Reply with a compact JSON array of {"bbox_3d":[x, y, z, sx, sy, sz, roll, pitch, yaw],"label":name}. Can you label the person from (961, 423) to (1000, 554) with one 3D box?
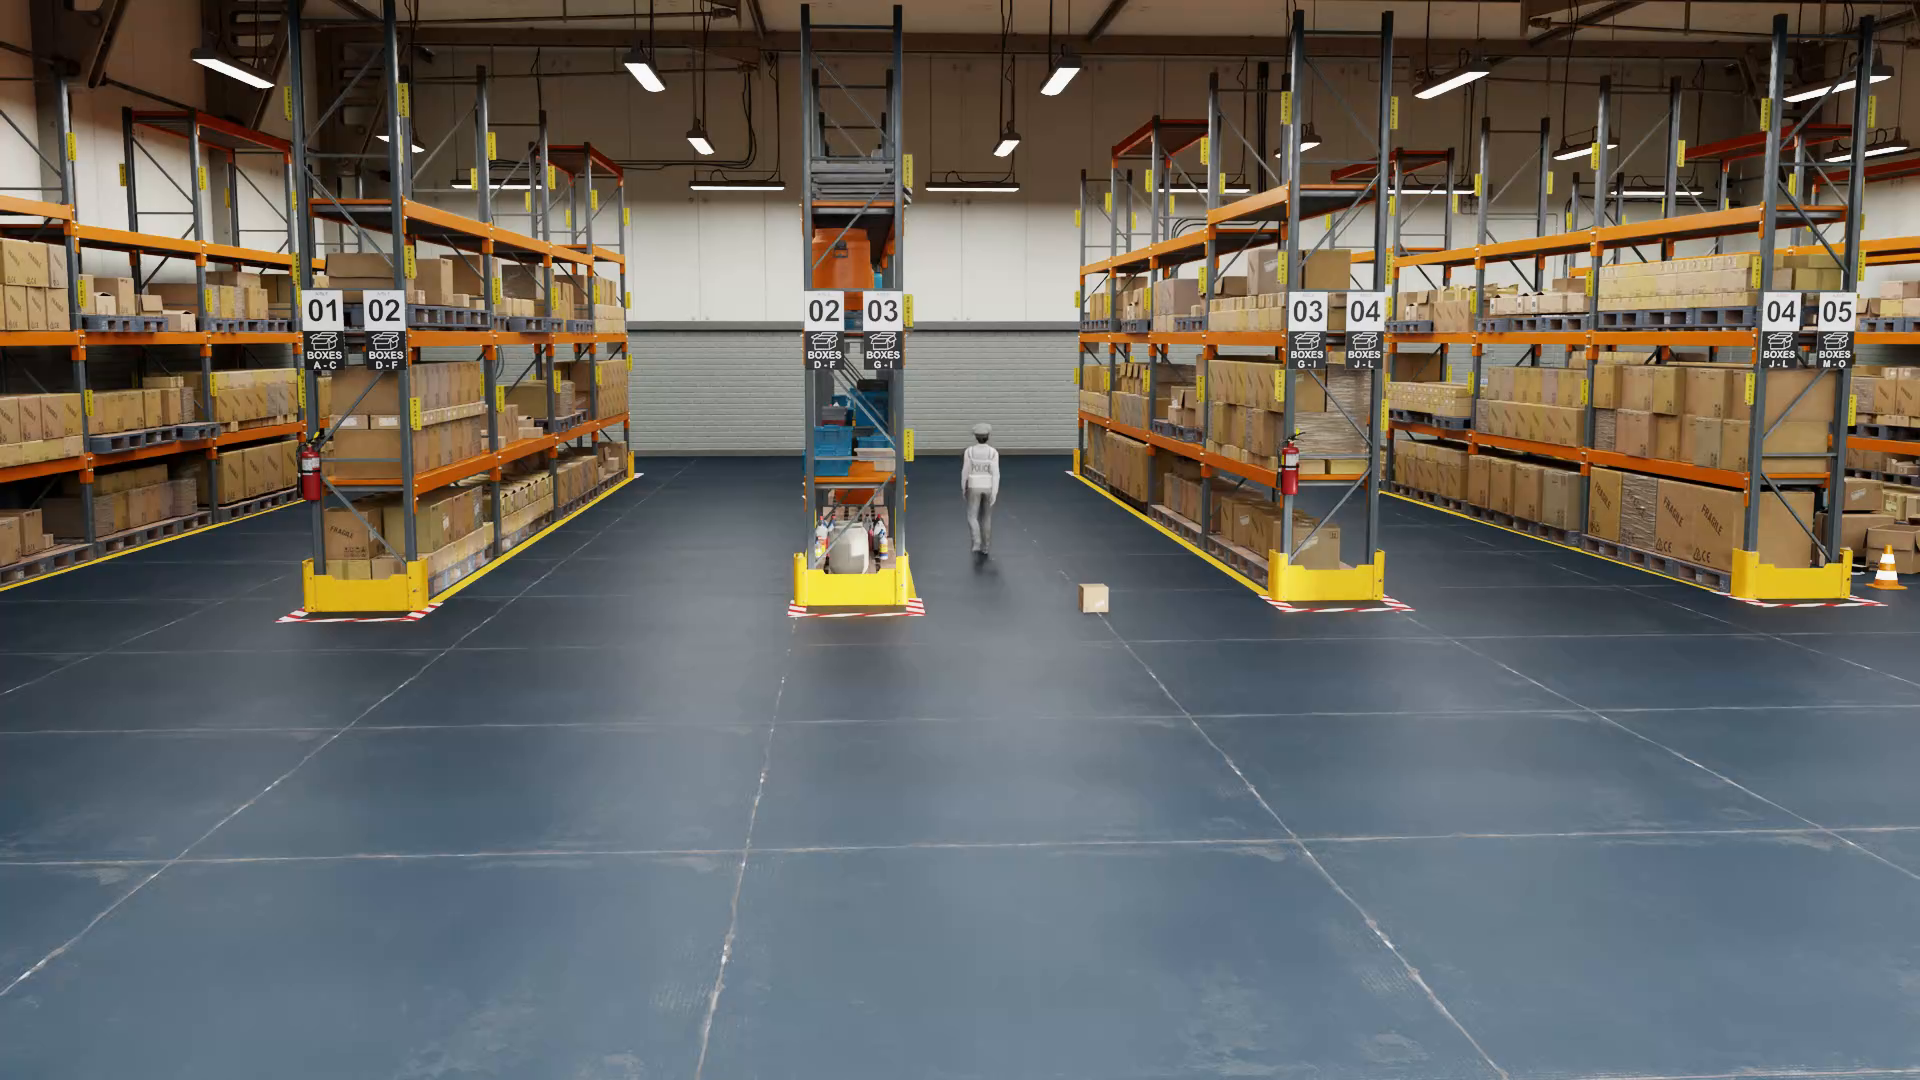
[{"bbox_3d":[0.255,-0.630,20.710,0.465,1.656,0.862,-1,7,-6],"label":"person"}]
